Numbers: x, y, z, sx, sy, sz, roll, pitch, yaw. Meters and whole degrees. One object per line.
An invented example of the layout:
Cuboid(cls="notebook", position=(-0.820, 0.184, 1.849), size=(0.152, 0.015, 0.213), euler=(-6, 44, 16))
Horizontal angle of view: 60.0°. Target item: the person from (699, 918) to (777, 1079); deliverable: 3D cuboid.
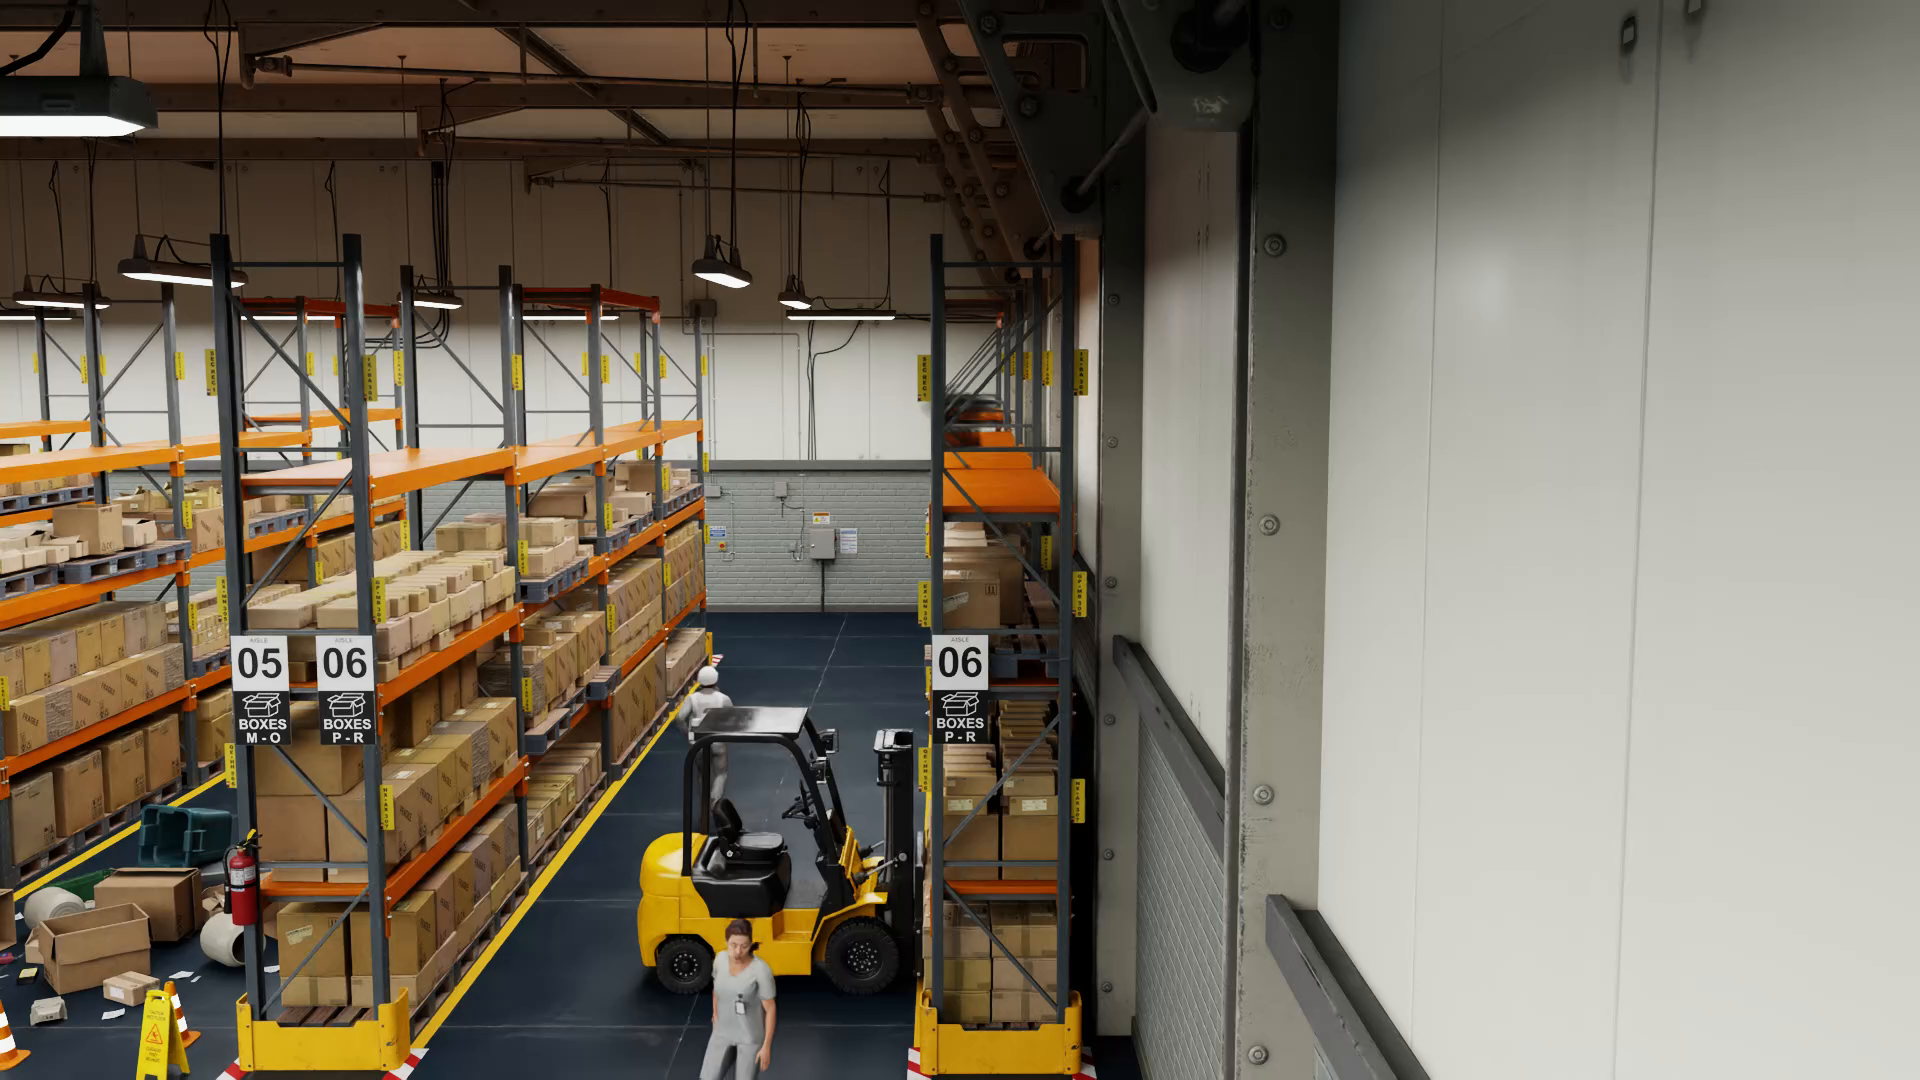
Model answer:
Cuboid(cls="person", position=(-1.426, 3.181, 10.728), size=(0.613, 1.633, 0.527), euler=(2, 7, 17))

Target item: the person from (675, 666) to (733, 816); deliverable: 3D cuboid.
Cuboid(cls="person", position=(-2.799, 2.254, 18.480), size=(0.676, 1.747, 0.905), euler=(0, 6, -3))
